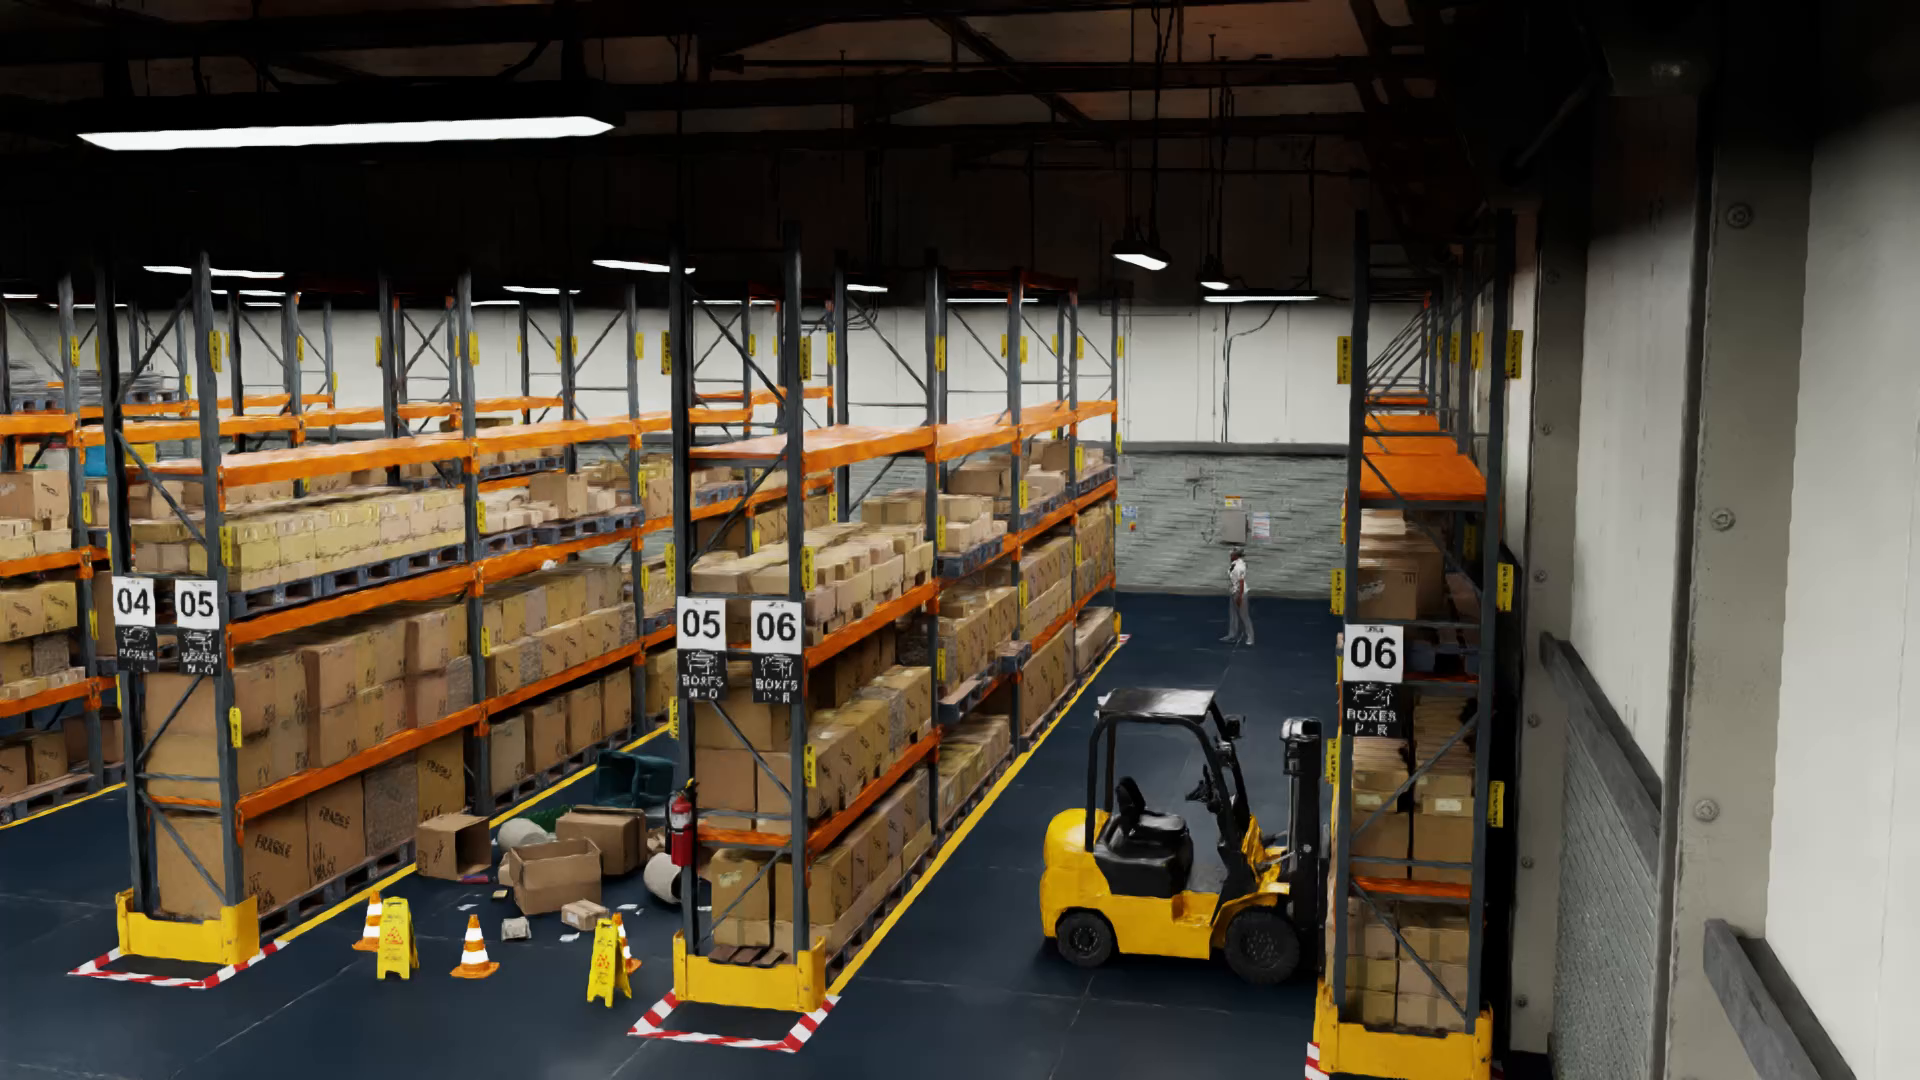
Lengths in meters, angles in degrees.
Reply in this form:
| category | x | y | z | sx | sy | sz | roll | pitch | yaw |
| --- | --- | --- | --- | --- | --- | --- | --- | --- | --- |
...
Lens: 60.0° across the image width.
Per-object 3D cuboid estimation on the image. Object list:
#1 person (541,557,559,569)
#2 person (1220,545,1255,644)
| category | x | y | z | sx | sy | sz | roll | pitch | yaw |
| --- | --- | --- | --- | --- | --- | --- | --- | --- | --- |
| person | -6.691 | 0.937 | 27.396 | 0.419 | 1.772 | 0.691 | 0 | 7 | 3 |
| person | 4.714 | 0.923 | 28.098 | 0.531 | 1.665 | 0.592 | 0 | 7 | -4 |
